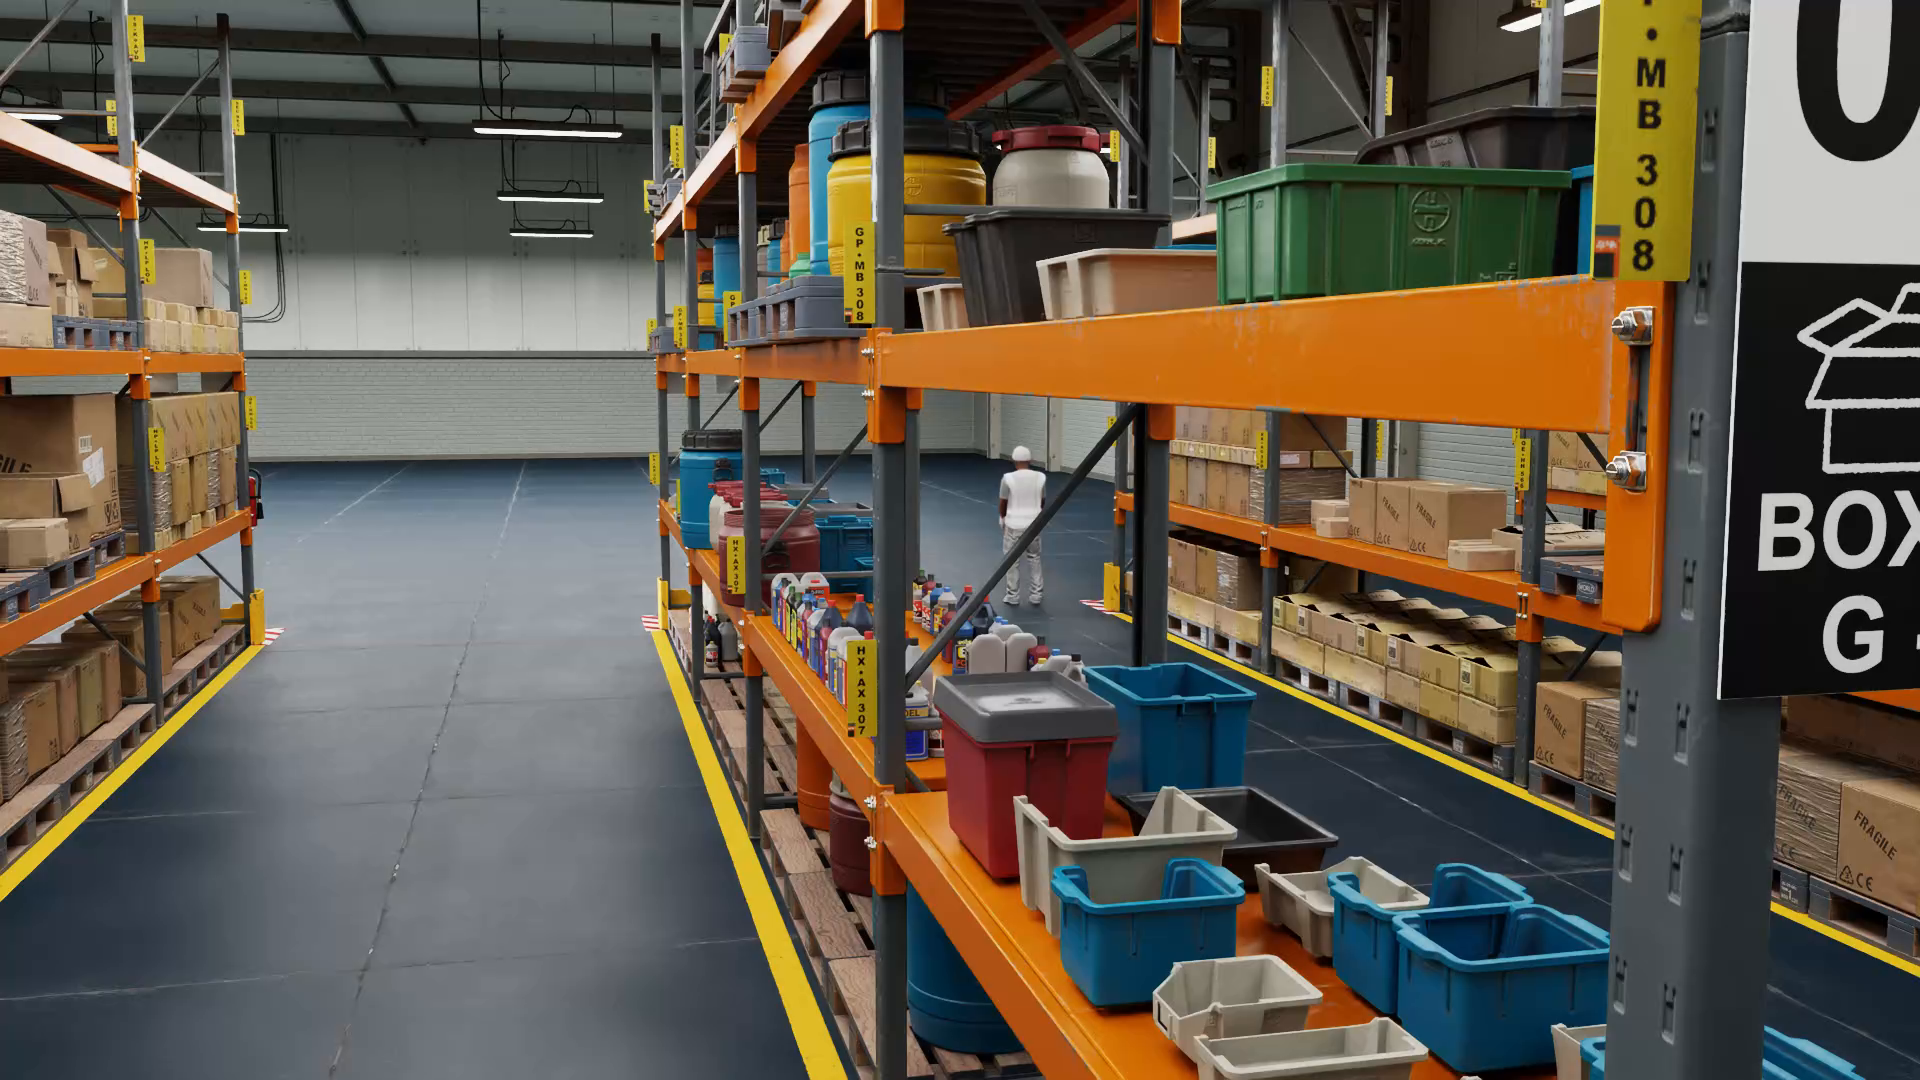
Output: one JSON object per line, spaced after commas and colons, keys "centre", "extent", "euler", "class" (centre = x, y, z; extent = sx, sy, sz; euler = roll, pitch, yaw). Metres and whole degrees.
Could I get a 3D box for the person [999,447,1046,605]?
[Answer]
{"centre": [0.699, -0.169, 18.886], "extent": [0.555, 1.787, 0.469], "euler": [-2, 6, -15], "class": "person"}
